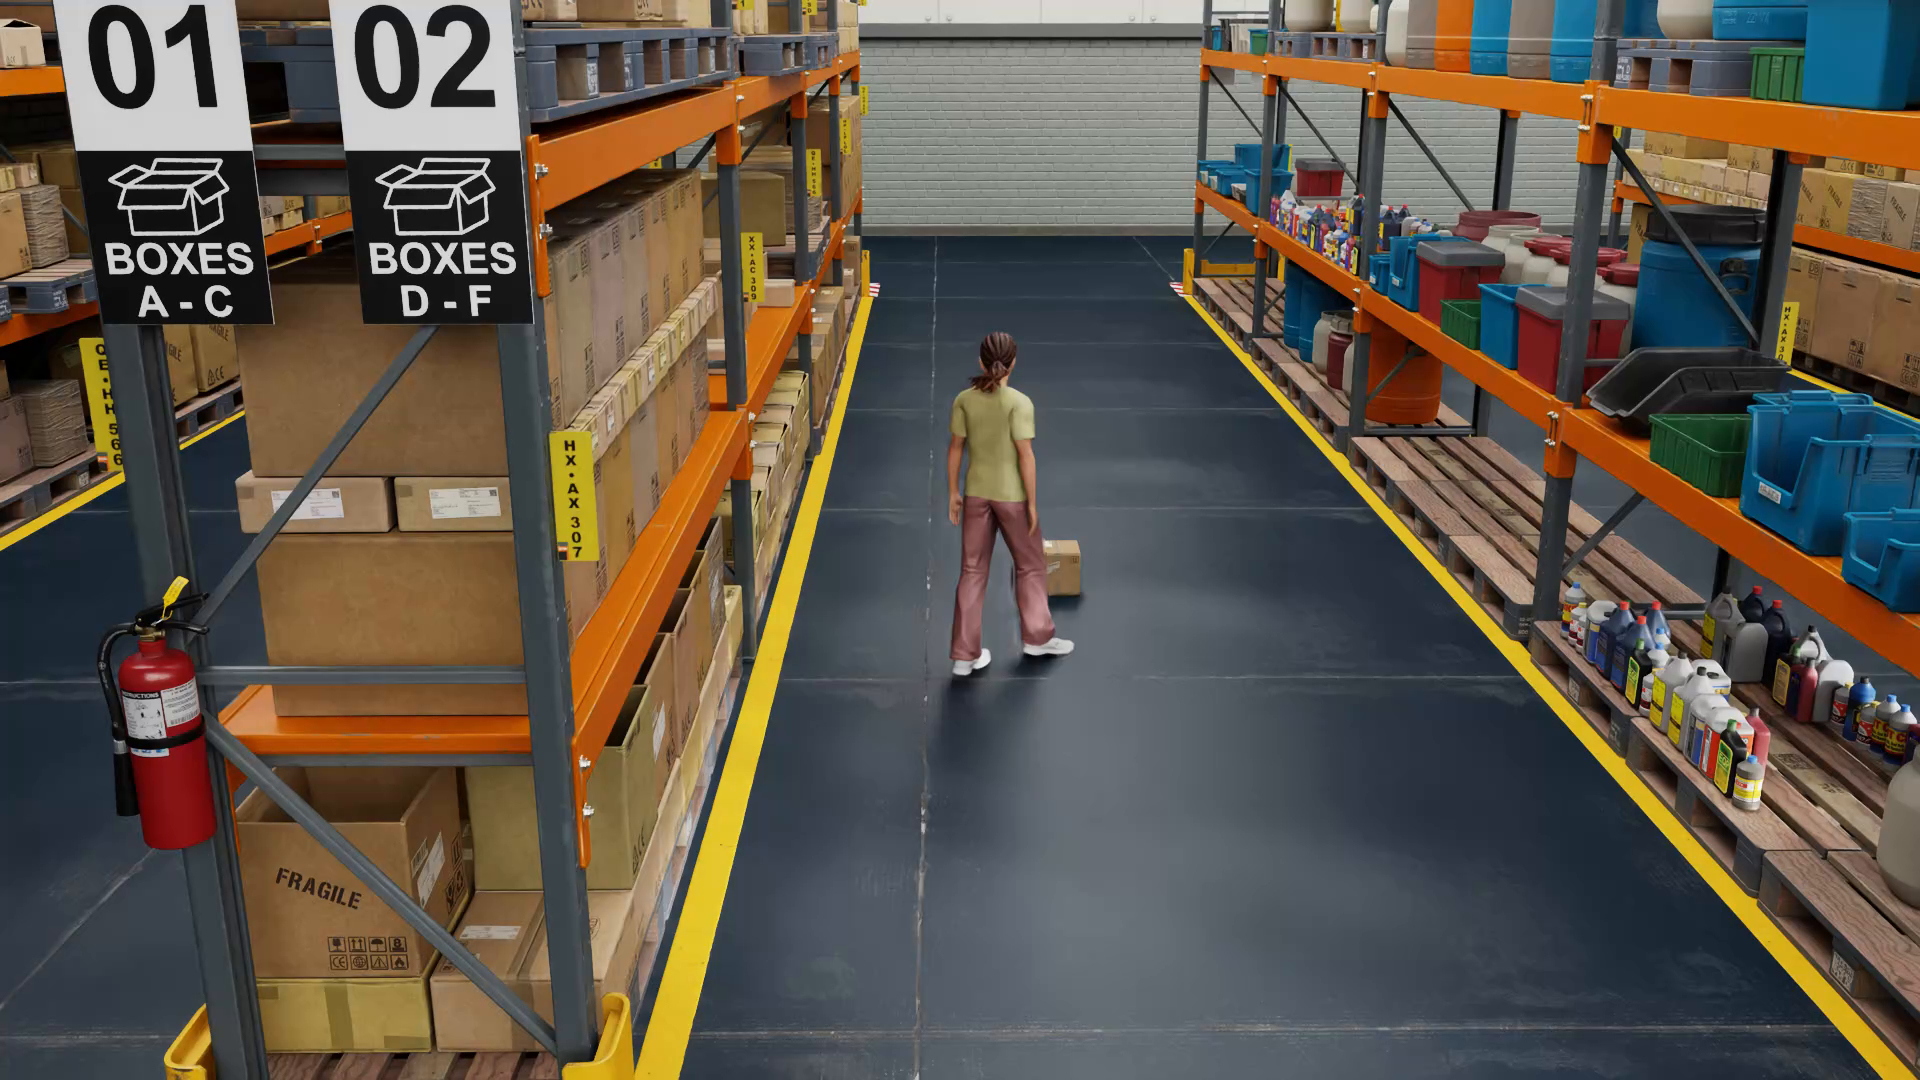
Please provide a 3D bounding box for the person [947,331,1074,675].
[{"bbox_3d":[0.200,-0.178,8.137,0.548,1.679,0.710,8,19,25],"label":"person"}]
